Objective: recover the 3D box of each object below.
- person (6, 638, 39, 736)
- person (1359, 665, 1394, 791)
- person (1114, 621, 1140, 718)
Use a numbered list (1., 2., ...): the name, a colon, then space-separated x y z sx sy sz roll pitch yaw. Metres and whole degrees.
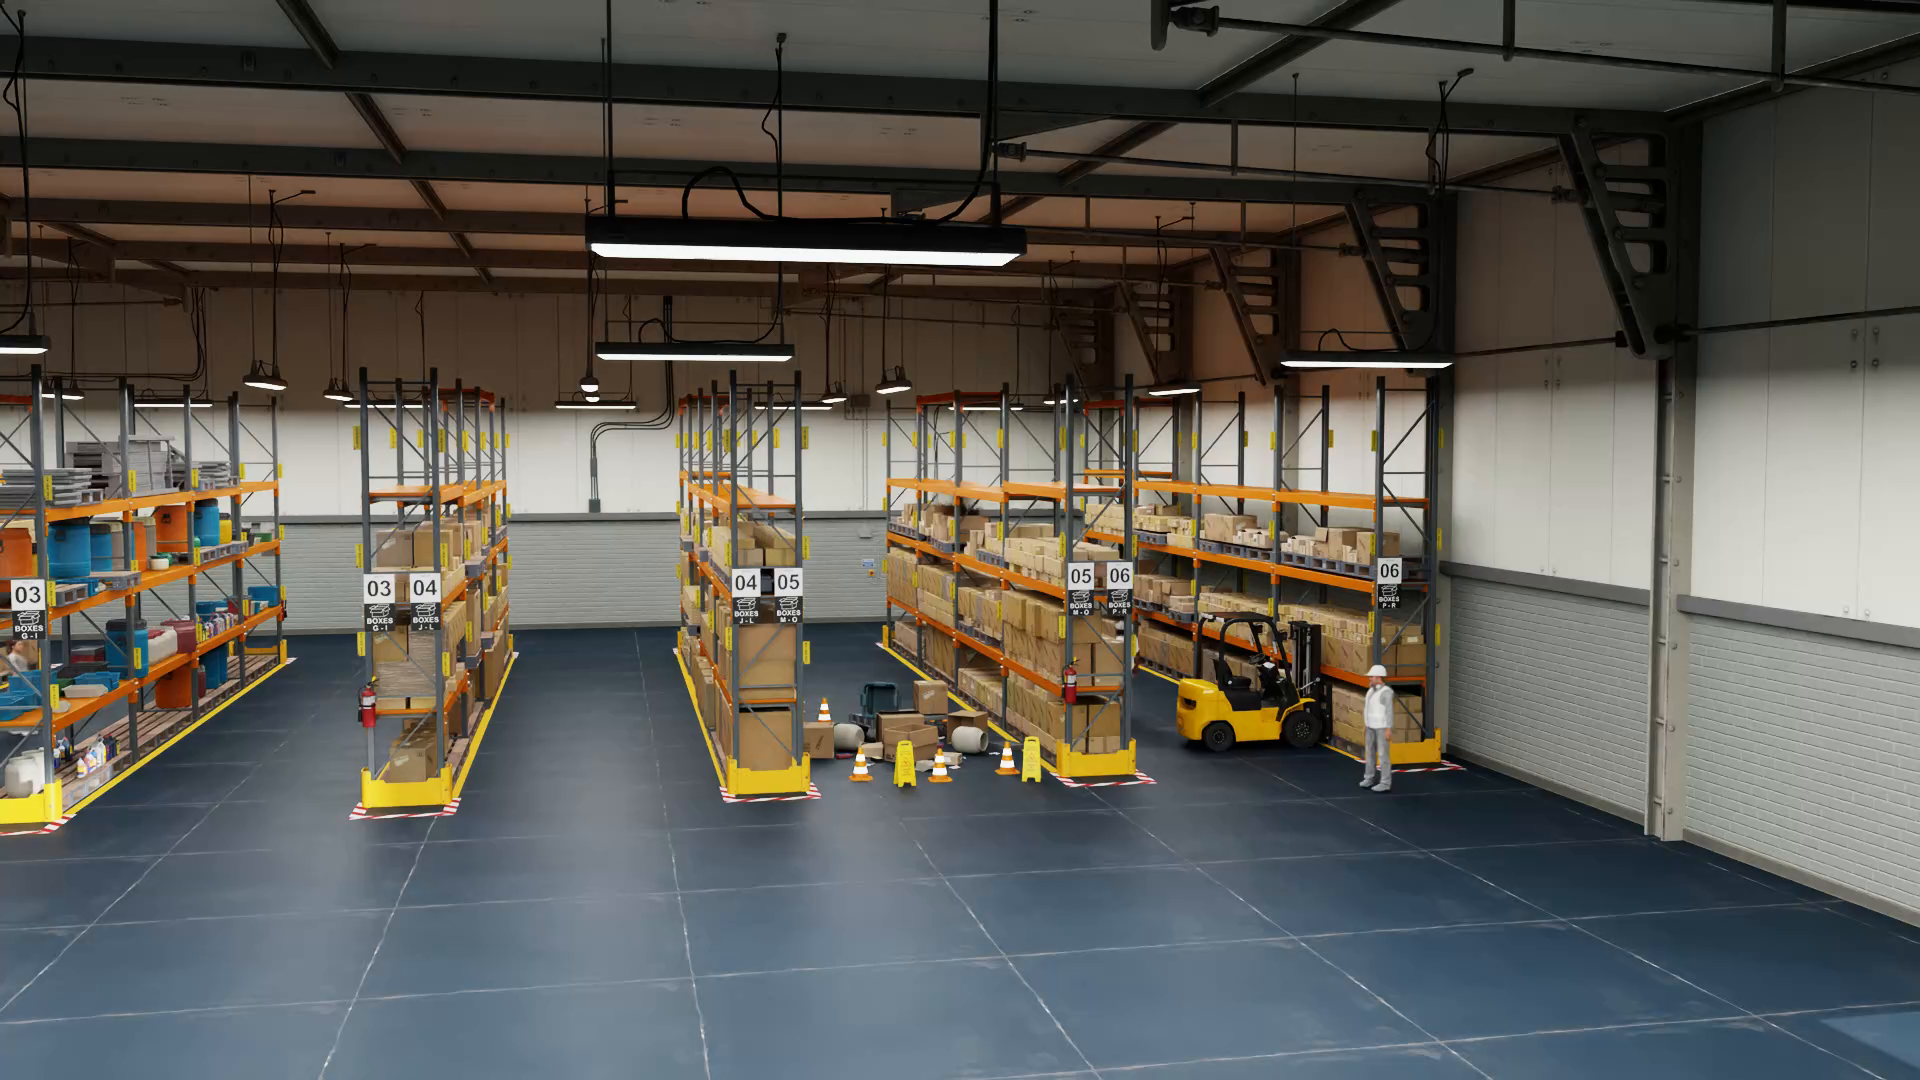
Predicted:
1. person: -15.912 2.478 28.219 0.448 1.666 0.505 -2 4 -32
2. person: 5.985 2.684 23.909 0.411 1.777 0.578 -1 4 -21
3. person: 2.903 2.340 30.088 0.685 1.777 0.738 -1 3 -12
